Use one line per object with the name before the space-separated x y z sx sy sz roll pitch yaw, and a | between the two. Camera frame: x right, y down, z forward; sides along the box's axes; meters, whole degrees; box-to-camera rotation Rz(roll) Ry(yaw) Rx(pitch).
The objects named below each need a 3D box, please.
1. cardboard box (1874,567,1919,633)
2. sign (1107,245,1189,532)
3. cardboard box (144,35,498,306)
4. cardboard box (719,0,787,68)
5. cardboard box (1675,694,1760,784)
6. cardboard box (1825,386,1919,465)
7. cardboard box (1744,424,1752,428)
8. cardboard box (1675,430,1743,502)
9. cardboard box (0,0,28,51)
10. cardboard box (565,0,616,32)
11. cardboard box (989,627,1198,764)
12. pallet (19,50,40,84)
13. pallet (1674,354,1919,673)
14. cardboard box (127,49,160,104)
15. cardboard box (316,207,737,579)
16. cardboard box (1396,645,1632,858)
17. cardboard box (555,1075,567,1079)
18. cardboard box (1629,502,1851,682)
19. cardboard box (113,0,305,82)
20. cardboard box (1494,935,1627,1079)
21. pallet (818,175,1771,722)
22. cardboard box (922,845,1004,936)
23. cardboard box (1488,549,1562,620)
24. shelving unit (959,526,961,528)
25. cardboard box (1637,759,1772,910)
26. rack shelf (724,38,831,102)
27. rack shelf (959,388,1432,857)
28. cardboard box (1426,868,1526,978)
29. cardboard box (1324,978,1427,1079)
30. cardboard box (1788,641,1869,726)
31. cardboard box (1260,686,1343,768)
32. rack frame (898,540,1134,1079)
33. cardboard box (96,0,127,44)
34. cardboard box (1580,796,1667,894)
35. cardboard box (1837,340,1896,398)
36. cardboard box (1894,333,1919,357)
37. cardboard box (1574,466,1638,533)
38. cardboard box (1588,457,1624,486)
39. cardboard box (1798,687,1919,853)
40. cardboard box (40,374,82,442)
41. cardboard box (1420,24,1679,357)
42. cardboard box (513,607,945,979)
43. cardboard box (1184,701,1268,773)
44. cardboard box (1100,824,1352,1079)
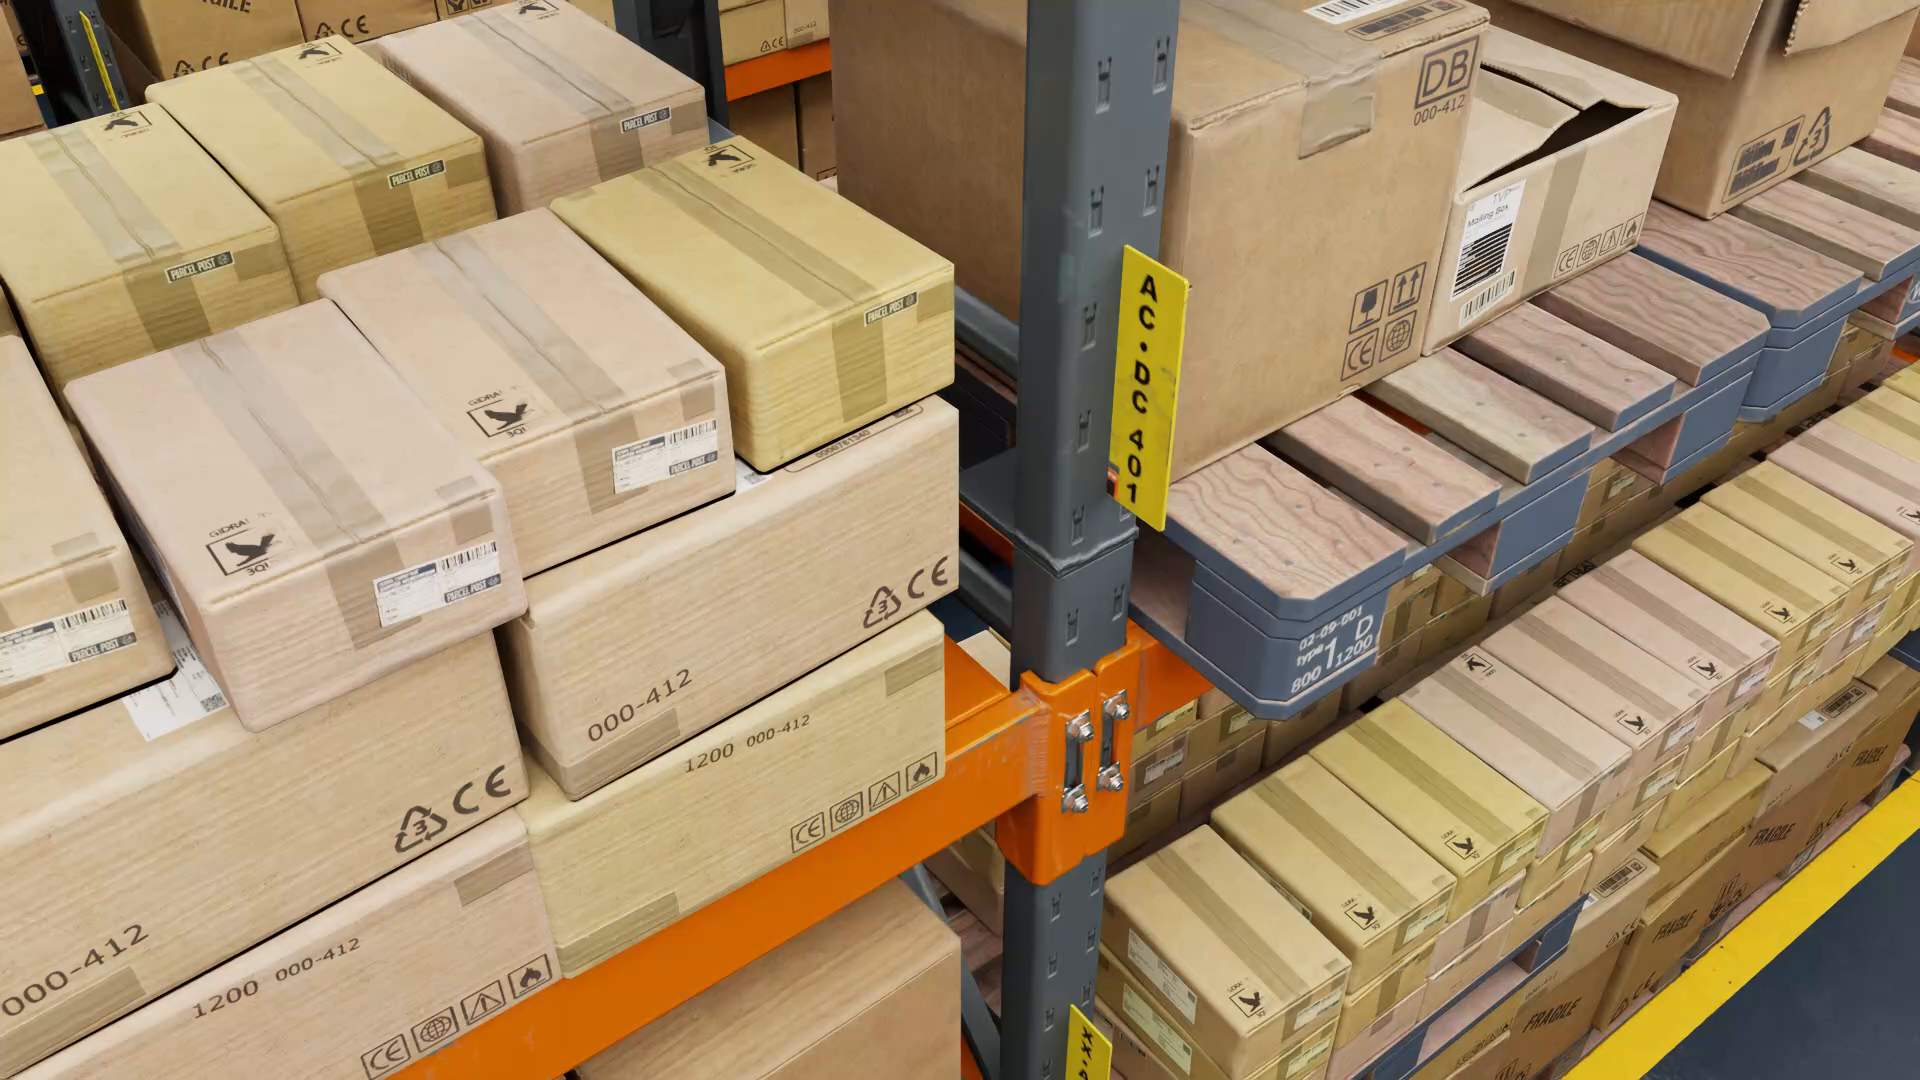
cardboard box | 2.104 0.023 3.990 0.250 0.149 0.380 -26 46 -28
sign | 0.199 -0.159 1.806 0.005 0.325 0.100 -26 46 -28
cardboard box | -0.753 -0.440 1.966 0.250 0.149 0.380 -28 47 -30
cardboard box | -1.110 -2.290 7.295 0.500 0.250 0.500 -26 46 -29
cardboard box | 1.492 0.320 3.628 0.250 0.149 0.380 -27 46 -29
cardboard box | 2.306 -0.189 4.013 0.250 0.149 0.380 -25 45 -27
cardboard box | 2.104 -0.499 4.626 0.250 0.149 0.380 -27 47 -29
cardboard box | 1.916 -0.296 4.613 0.250 0.149 0.380 -24 45 -26
cardboard box | -5.742 -3.284 10.028 0.500 0.500 0.500 -24 45 -26
cardboard box | -1.502 -2.277 6.885 0.500 0.250 0.500 -27 47 -29
cardboard box | 0.274 0.278 3.445 0.250 0.149 0.380 -27 47 -29
pallet | -5.640 -3.270 10.570 1.213 0.211 1.003 -26 46 -28
pallet | 2.533 -0.212 4.795 1.003 0.211 1.213 -26 46 -28
cardboard box | -2.714 -1.683 6.161 0.500 0.250 0.500 -27 47 -29
cardboard box | -0.423 -0.153 1.616 0.250 0.149 0.380 -25 45 -27
cardboard box | 1.076 0.410 3.283 0.250 0.149 0.380 -27 46 -29
cardboard box | -0.753 0.910 2.174 0.500 0.500 0.500 -27 47 -29
cardboard box | 1.691 0.108 3.651 0.250 0.149 0.380 -25 45 -27
cardboard box | -2.711 -1.971 5.920 0.500 0.500 0.500 -25 46 -28
cardboard box | 1.435 1.168 4.601 0.500 0.500 0.500 -25 46 -27
pallet | 0.416 -0.342 2.585 1.003 0.211 1.213 -26 46 -28
cardboard box | 0.056 0.612 3.506 0.250 0.149 0.380 -27 46 -29
cardboard box | 1.298 0.004 4.247 0.250 0.149 0.380 -28 47 -29
shelving unit | -0.005 -0.432 6.390 1.048 1.125 0.538 -26 46 -28
cardboard box | 1.845 0.684 4.600 0.500 0.250 0.500 -25 45 -27
rack shelf | -1.649 -2.015 7.408 4.000 0.370 1.077 -26 46 -28
rack shelf | 1.448 -0.724 3.470 4.000 0.370 1.077 -26 46 -28
cardboard box | 0.863 0.628 3.252 0.250 0.149 0.380 -25 45 -27
cardboard box | 0.671 0.834 3.235 0.250 0.149 0.380 -25 46 -27
cardboard box | 1.902 0.234 3.967 0.250 0.149 0.380 -25 45 -27
cardboard box | 0.659 0.319 3.863 0.250 0.149 0.380 -28 47 -30
rack frame | -0.138 0.930 3.251 0.127 3.000 1.000 -26 46 -28
cardboard box | -3.033 -2.244 6.253 0.500 0.500 0.500 -24 45 -27
cardboard box | 1.273 0.544 3.588 0.250 0.149 0.380 -28 47 -30
cardboard box | 2.556 -0.609 4.995 0.250 0.149 0.380 -27 46 -29
cardboard box | 3.227 -0.963 5.480 0.500 0.500 0.500 -26 46 -28
cardboard box | 1.508 -0.212 4.275 0.250 0.149 0.380 -26 46 -28
cardboard box | 1.508 -0.321 4.174 0.250 0.149 0.380 -25 45 -27
cardboard box | 2.671 0.574 5.325 0.500 0.500 0.500 -26 46 -28
cardboard box | -1.064 -0.109 1.877 0.500 0.250 0.500 -26 46 -28
cardboard box | 0.687 -0.592 2.480 0.500 0.311 0.500 -27 46 -29
cardboard box | -0.363 0.154 1.950 0.500 0.250 0.500 -25 45 -27
cardboard box | 0.464 0.300 3.651 0.250 0.149 0.380 -24 45 -26
cardboard box | 0.454 0.714 2.912 0.250 0.149 0.380 -24 45 -26
